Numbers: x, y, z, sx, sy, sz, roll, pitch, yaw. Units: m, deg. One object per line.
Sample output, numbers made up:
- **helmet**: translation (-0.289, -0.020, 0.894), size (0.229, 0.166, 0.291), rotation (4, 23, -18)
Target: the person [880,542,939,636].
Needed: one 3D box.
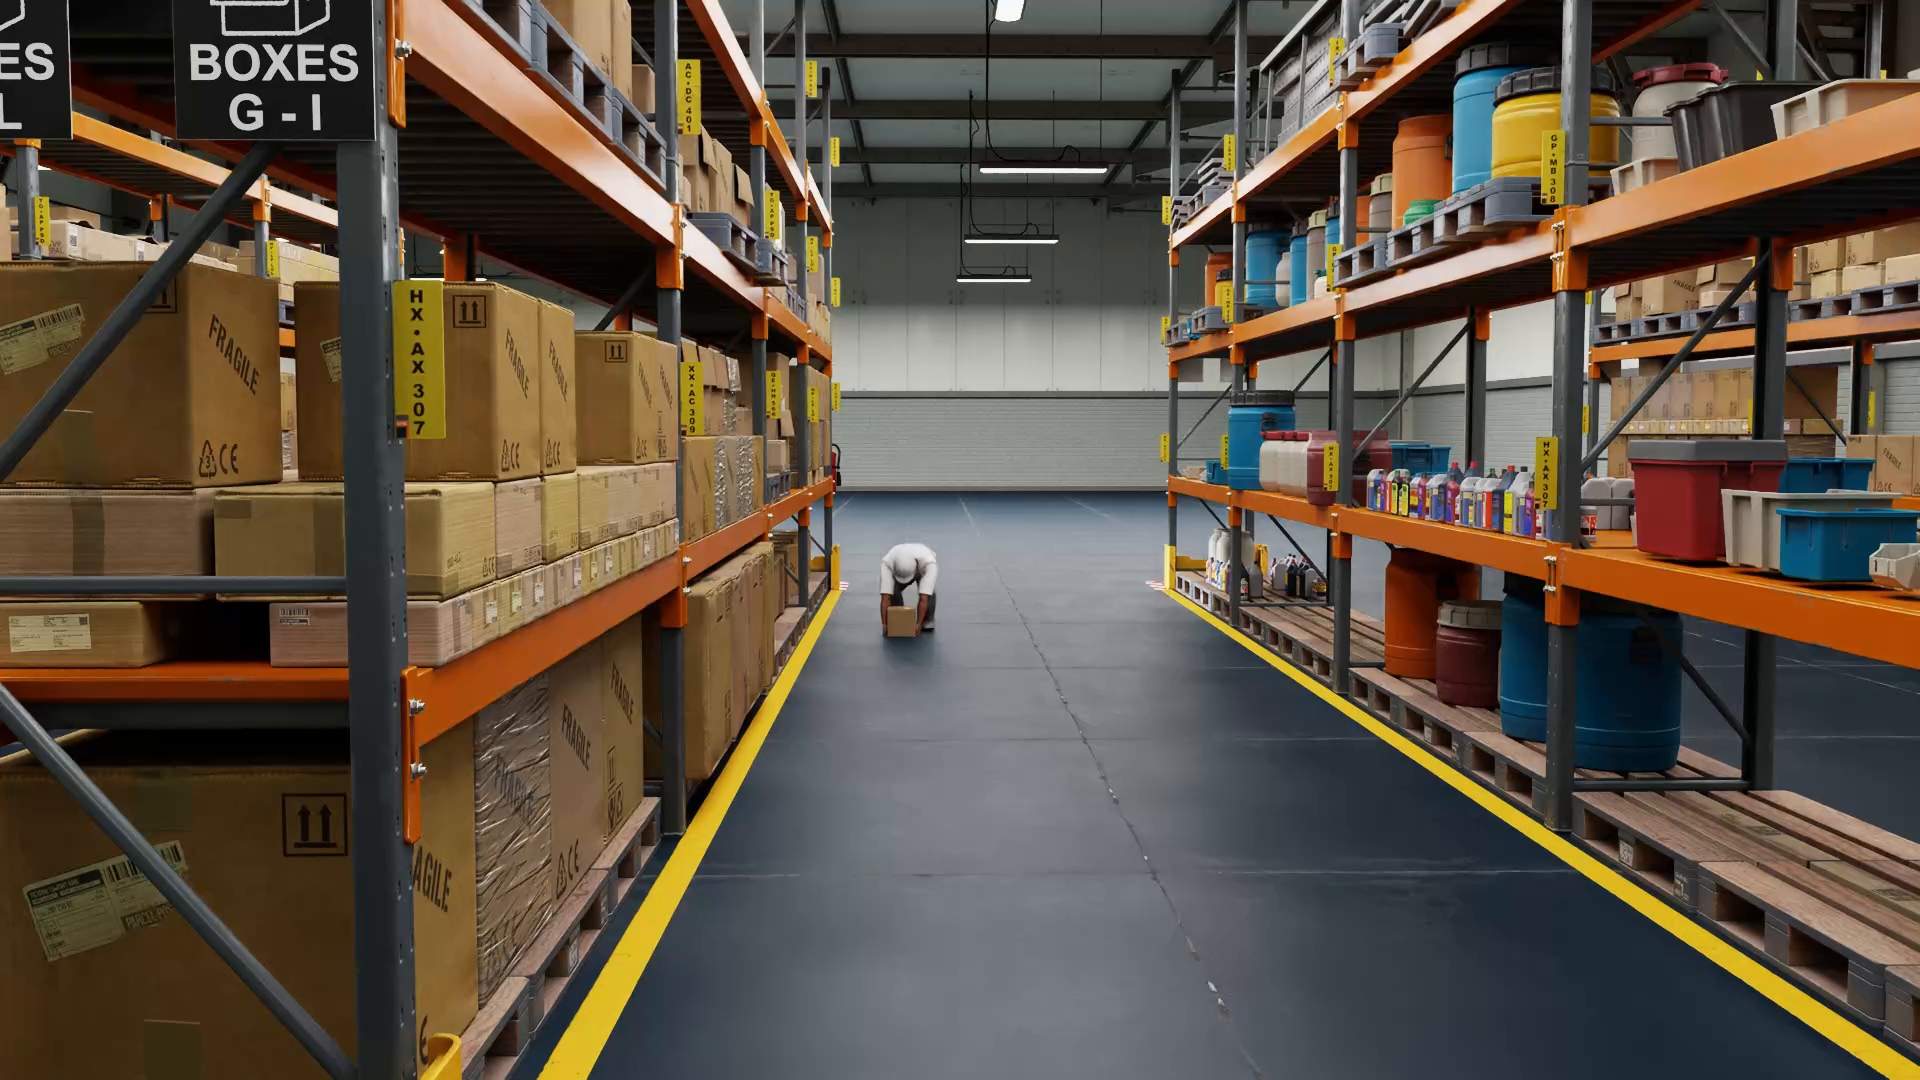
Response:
- **person**: translation (-0.446, 0.445, 15.242), size (0.523, 0.829, 0.979), rotation (1, 4, 10)
